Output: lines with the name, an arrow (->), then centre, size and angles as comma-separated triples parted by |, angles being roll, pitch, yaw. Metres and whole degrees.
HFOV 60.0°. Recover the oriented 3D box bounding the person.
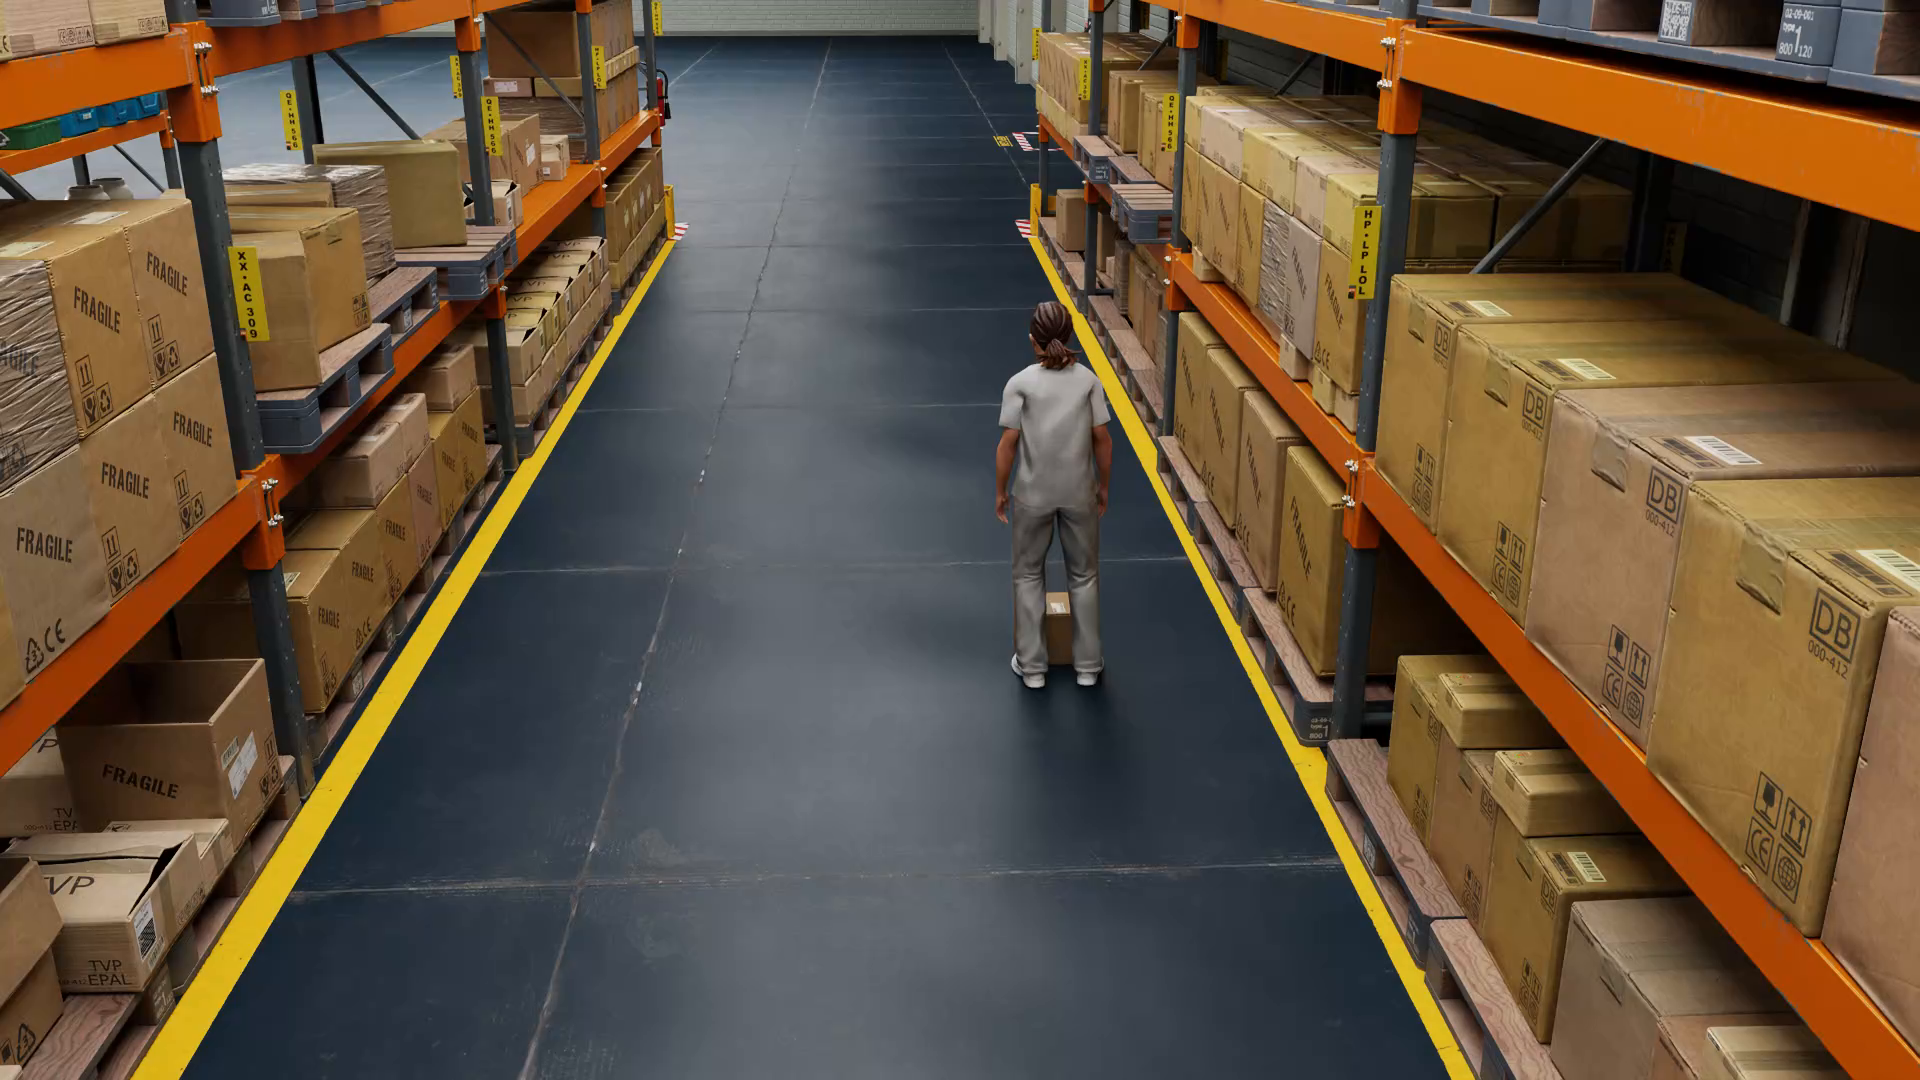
person -> 0.401, -0.178, 7.057 | 0.508, 1.673, 0.354 | -2, 21, -5
